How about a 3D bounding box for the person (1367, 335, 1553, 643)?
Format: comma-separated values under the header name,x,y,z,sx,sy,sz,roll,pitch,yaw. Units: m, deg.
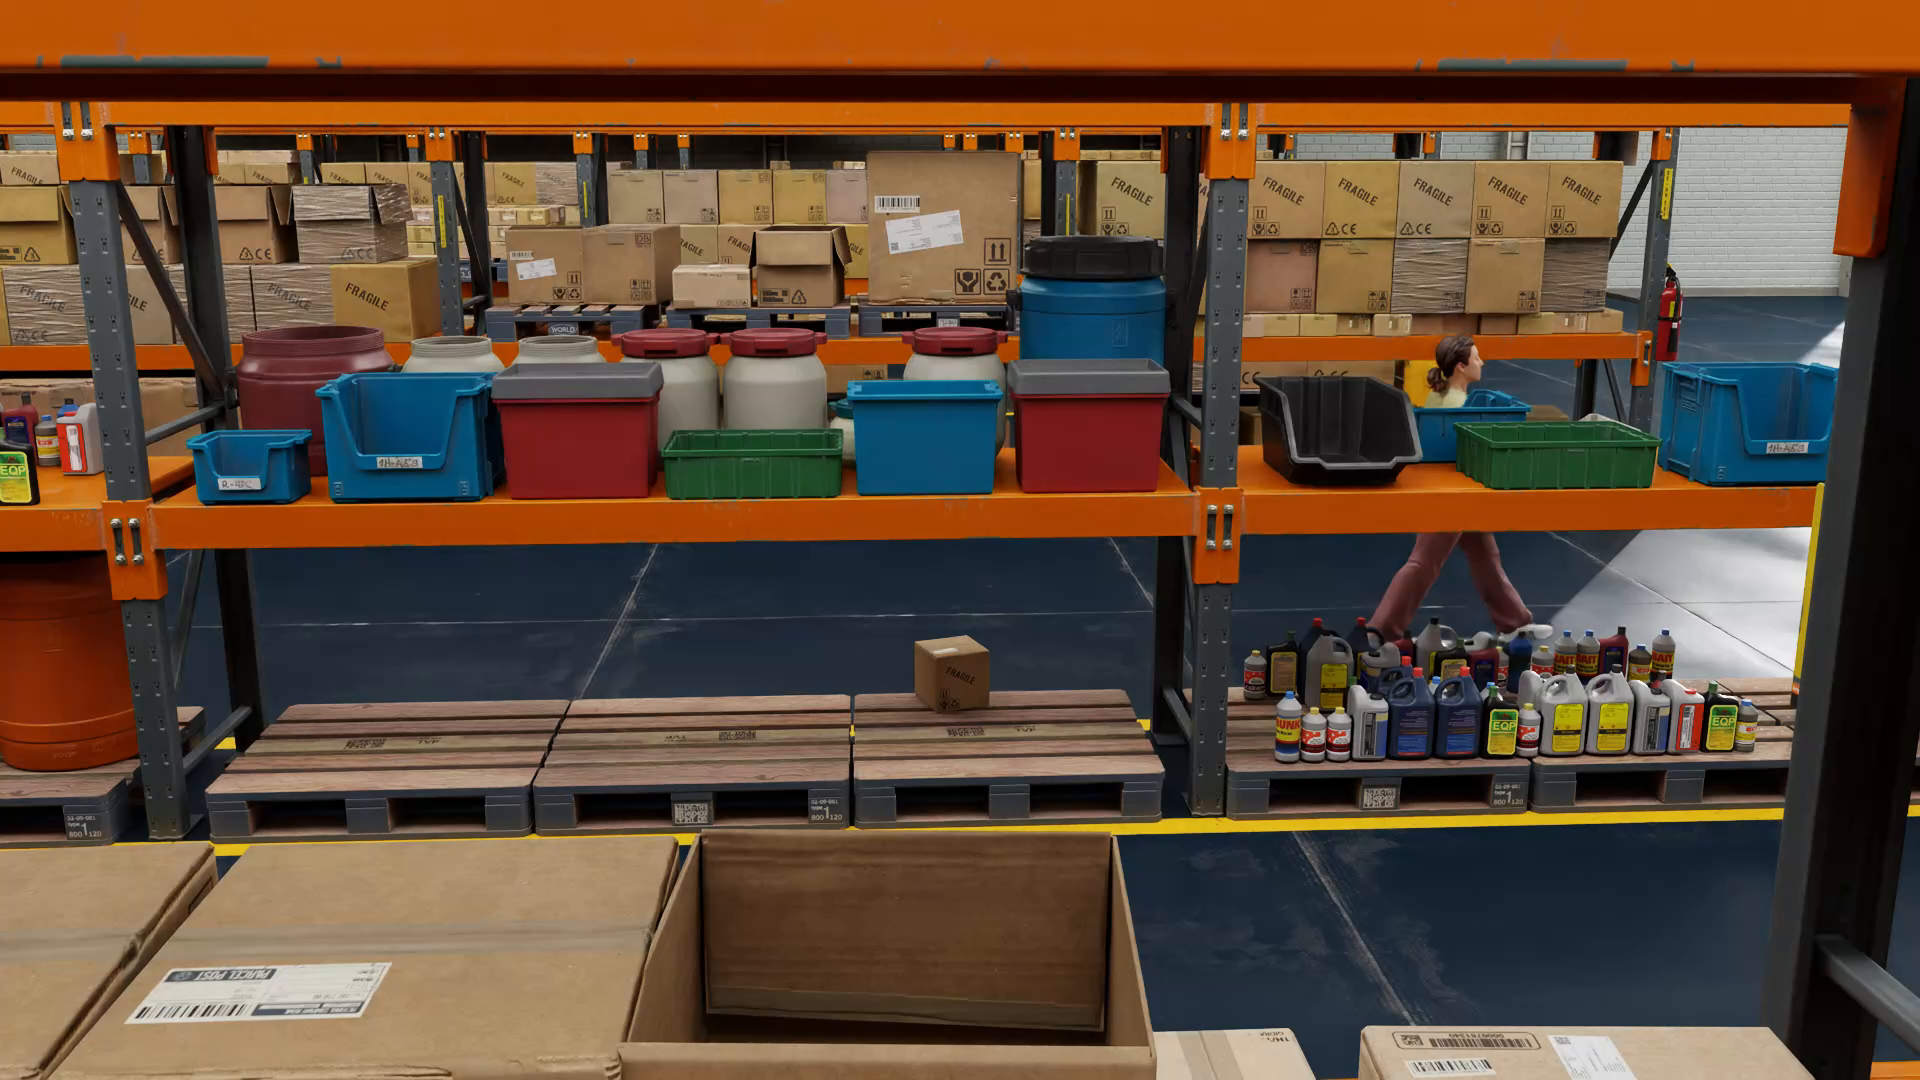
name,x,y,z,sx,sy,sz,roll,pitch,yaw
person,2.579,-0.223,8.362,1.028,1.611,0.459,0,14,0
